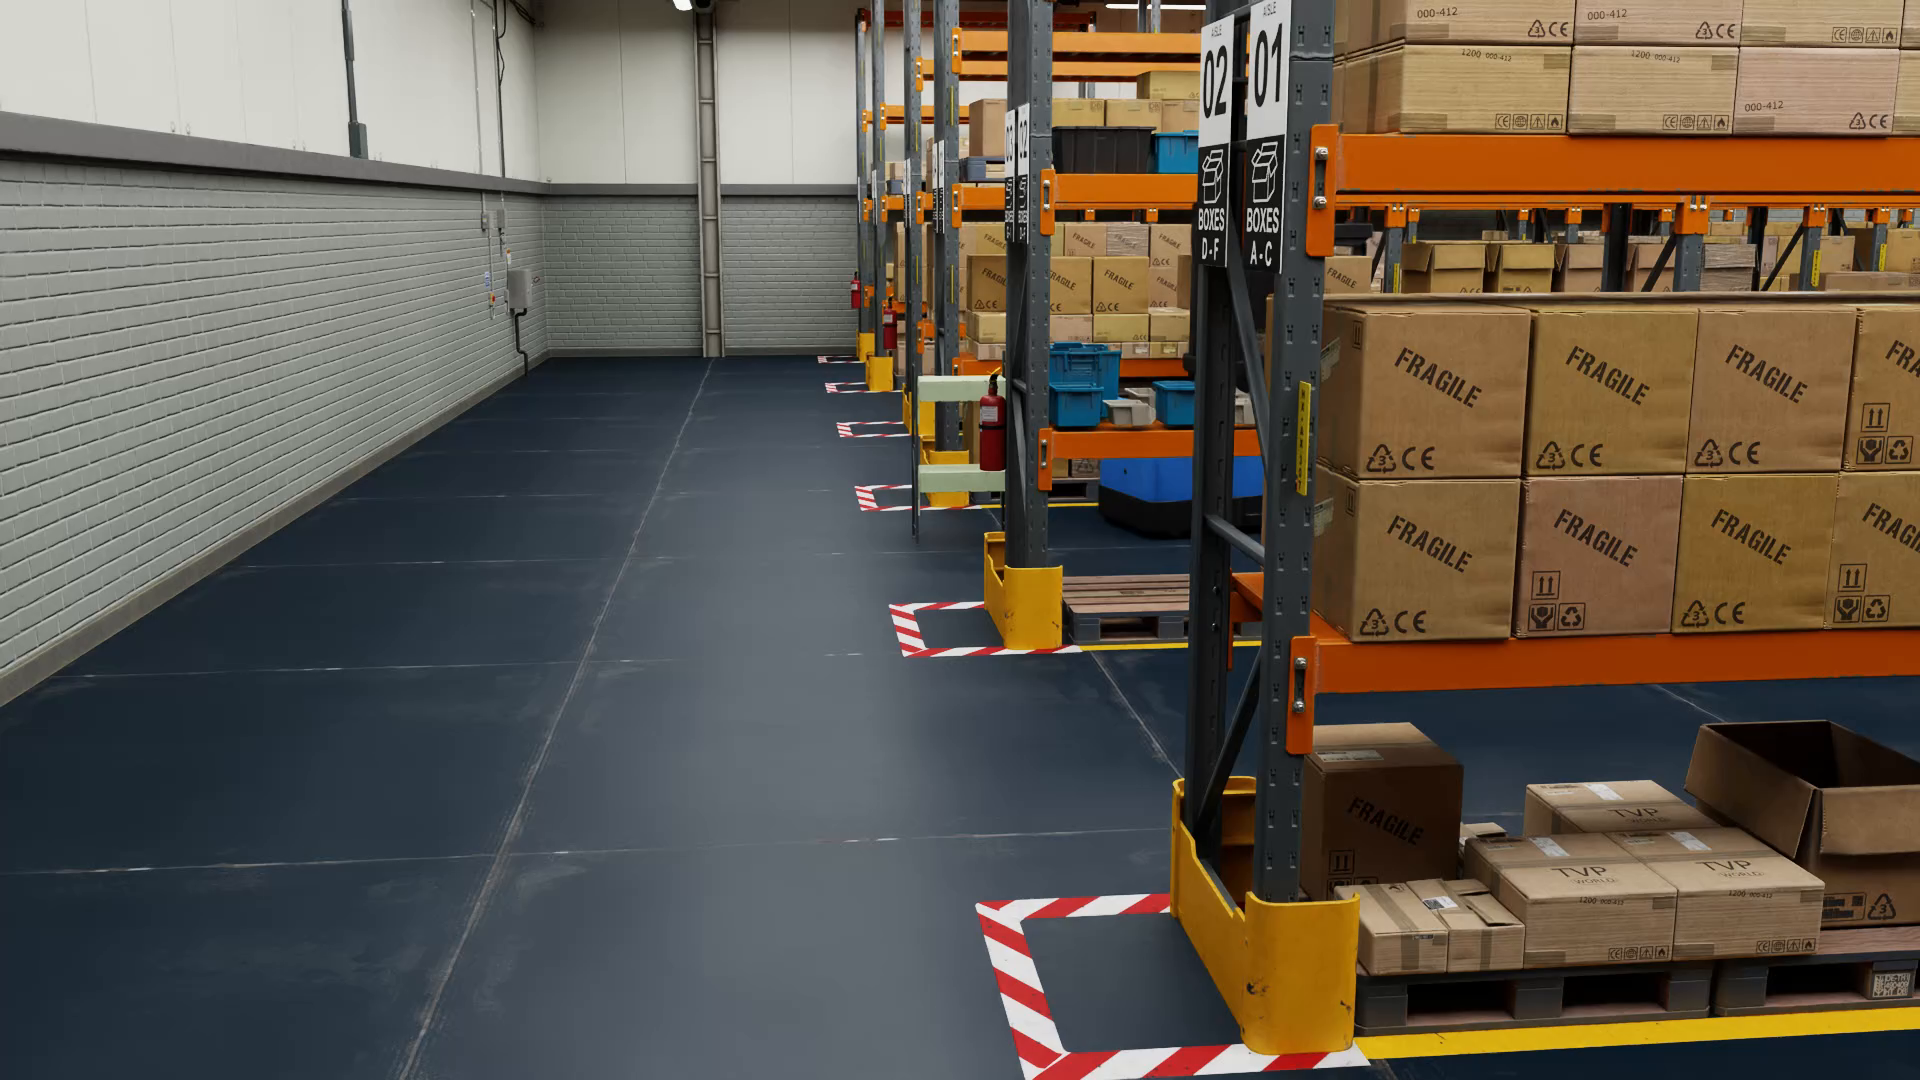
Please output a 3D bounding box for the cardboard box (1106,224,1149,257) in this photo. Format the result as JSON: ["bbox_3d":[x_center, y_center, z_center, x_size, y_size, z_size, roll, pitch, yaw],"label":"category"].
[{"bbox_3d":[1.956,-3.517,19.860,0.500,0.500,0.500,-1,11,-5],"label":"cardboard box"}]

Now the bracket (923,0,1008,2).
[{"bbox_3d":[-1.482,-9.550,29.284,4.783,0.066,0.076,-1,11,-6],"label":"bracket"}]

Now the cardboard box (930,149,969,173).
[{"bbox_3d":[-0.085,-4.433,19.456,0.500,0.250,0.500,-1,11,-5],"label":"cardboard box"}]

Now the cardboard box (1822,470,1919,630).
[{"bbox_3d":[2.921,-0.016,5.414,0.500,0.500,0.500,-1,11,-5],"label":"cardboard box"}]

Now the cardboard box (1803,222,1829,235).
[{"bbox_3d":[13.228,-4.704,25.895,0.500,0.500,0.700,-1,11,-7],"label":"cardboard box"}]

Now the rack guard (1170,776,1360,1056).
[{"bbox_3d":[1.018,1.249,5.721,0.348,0.500,1.175,-1,11,-6],"label":"rack guard"}]

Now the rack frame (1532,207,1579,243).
[{"bbox_3d":[7.394,-2.996,20.832,0.127,3.000,1.000,-1,11,-6],"label":"rack frame"}]

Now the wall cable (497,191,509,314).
[{"bbox_3d":[-6.962,-4.425,25.467,0.122,1.984,0.588,-1,11,-6],"label":"wall cable"}]

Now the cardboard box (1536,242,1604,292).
[{"bbox_3d":[5.787,-2.544,15.671,0.637,0.503,0.797,-1,11,-4],"label":"cardboard box"}]

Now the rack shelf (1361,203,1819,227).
[{"bbox_3d":[5.841,-3.120,15.551,4.000,0.370,1.077,-1,11,-6],"label":"rack shelf"}]

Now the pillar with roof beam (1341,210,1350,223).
[{"bbox_3d":[7.883,-7.213,26.731,0.548,9.000,9.100,-1,11,-6],"label":"pillar with roof beam"}]

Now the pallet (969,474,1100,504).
[{"bbox_3d":[0.663,-0.540,15.566,1.213,0.211,1.003,-1,11,-6],"label":"pallet"}]

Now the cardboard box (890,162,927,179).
[{"bbox_3d":[-0.756,-5.457,24.613,0.500,0.250,0.500,-2,11,-11],"label":"cardboard box"}]

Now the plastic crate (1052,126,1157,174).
[{"bbox_3d":[0.824,-2.289,9.796,0.590,0.269,0.497,-1,11,-6],"label":"plastic crate"}]

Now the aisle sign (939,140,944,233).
[{"bbox_3d":[-0.163,-3.093,14.585,0.004,0.787,0.394,-1,11,-6],"label":"aisle sign"}]

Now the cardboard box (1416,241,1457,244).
[{"bbox_3d":[7.231,-4.309,25.393,0.500,0.500,0.500,-2,11,-8],"label":"cardboard box"}]

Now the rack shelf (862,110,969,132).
[{"bbox_3d":[0.254,-7.359,29.347,4.000,0.370,1.077,-1,11,-6],"label":"rack shelf"}]

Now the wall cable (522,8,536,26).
[{"bbox_3d":[-7.483,-10.529,29.180,0.133,3.039,2.988,-1,11,-6],"label":"wall cable"}]

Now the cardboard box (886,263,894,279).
[{"bbox_3d":[-1.254,-4.759,29.415,0.500,0.250,0.500,-1,11,-6],"label":"cardboard box"}]

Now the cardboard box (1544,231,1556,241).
[{"bbox_3d":[9.161,-4.762,26.012,0.250,0.149,0.380,-1,11,-3],"label":"cardboard box"}]

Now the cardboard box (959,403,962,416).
[{"bbox_3d":[-0.004,-1.586,19.962,0.250,0.149,0.380,-1,11,-5],"label":"cardboard box"}]

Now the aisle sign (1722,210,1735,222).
[{"bbox_3d":[14.270,-6.282,30.809,0.004,0.787,0.394,-1,11,-6],"label":"aisle sign"}]

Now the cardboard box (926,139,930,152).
[{"bbox_3d":[-0.260,-4.732,19.945,0.250,0.149,0.380,-1,11,-7],"label":"cardboard box"}]

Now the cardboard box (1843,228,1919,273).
[{"bbox_3d":[11.741,-3.684,21.143,0.550,0.550,0.875,-1,11,-6],"label":"cardboard box"}]

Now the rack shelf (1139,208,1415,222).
[{"bbox_3d":[4.771,-5.021,25.218,4.000,0.370,1.077,-1,11,-6],"label":"rack shelf"}]

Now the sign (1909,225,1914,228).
[{"bbox_3d":[14.752,-4.726,25.812,0.005,0.325,0.100,-1,11,-6],"label":"sign"}]

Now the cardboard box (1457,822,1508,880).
[{"bbox_3d":[1.868,1.148,5.956,0.250,0.166,0.380,-1,11,-6],"label":"cardboard box"}]

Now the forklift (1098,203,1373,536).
[{"bbox_3d":[2.753,-1.623,14.023,3.031,2.935,1.130,-4,12,-20],"label":"forklift"}]

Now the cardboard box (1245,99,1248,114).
[{"bbox_3d":[2.546,-3.697,15.016,0.500,0.500,0.700,-1,11,-3],"label":"cardboard box"}]

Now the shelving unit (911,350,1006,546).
[{"bbox_3d":[0.007,-0.736,13.224,0.755,1.500,0.431,-1,11,-6],"label":"shelving unit"}]

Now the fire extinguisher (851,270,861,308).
[{"bbox_3d":[-1.830,-4.416,29.221,0.183,0.674,0.296,-1,11,-6],"label":"fire extinguisher"}]

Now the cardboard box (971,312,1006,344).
[{"bbox_3d":[0.382,-1.907,14.909,0.500,0.250,0.500,-2,11,-8],"label":"cardboard box"}]

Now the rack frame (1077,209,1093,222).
[{"bbox_3d":[2.243,-4.812,30.068,0.127,3.000,1.000,-1,11,-6],"label":"rack frame"}]

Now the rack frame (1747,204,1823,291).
[{"bbox_3d":[7.829,-2.043,15.983,0.127,3.000,1.000,-1,11,-6],"label":"rack frame"}]

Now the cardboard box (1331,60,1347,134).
[{"bbox_3d":[1.424,-1.436,5.509,0.500,0.250,0.500,-1,11,-6],"label":"cardboard box"}]

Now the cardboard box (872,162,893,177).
[{"bbox_3d":[-1.266,-6.479,29.094,0.500,0.250,0.500,-1,11,-7],"label":"cardboard box"}]

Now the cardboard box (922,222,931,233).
[{"bbox_3d":[-0.558,-4.608,24.499,0.250,0.149,0.380,-1,11,-5],"label":"cardboard box"}]

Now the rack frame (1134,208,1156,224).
[{"bbox_3d":[2.782,-3.860,25.226,0.127,3.000,1.000,-1,11,-6],"label":"rack frame"}]

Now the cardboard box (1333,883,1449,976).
[{"bbox_3d":[1.396,1.264,5.413,0.250,0.149,0.380,-1,11,-6],"label":"cardboard box"}]

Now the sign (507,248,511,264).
[{"bbox_3d":[-7.079,-4.451,26.091,0.001,0.242,0.339,-1,11,-6],"label":"sign"}]

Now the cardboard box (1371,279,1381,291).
[{"bbox_3d":[4.899,-3.084,20.073,0.250,0.149,0.380,-1,11,-4],"label":"cardboard box"}]

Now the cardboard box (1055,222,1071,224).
[{"bbox_3d":[1.493,-4.642,24.670,0.250,0.149,0.380,-1,11,-7],"label":"cardboard box"}]

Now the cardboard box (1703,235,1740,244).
[{"bbox_3d":[9.362,-3.576,20.930,0.500,0.500,0.700,-1,11,-7],"label":"cardboard box"}]

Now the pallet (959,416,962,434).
[{"bbox_3d":[0.328,-1.473,20.313,1.213,0.211,1.003,-1,11,-6],"label":"pallet"}]

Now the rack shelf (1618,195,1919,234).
[{"bbox_3d":[6.376,-2.170,10.720,4.000,0.370,1.077,-1,11,-6],"label":"rack shelf"}]

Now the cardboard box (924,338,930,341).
[{"bbox_3d":[-0.689,-3.532,29.858,0.250,0.149,0.380,-2,11,-8],"label":"cardboard box"}]

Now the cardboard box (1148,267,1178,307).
[{"bbox_3d":[2.451,-3.033,19.989,0.500,0.500,0.500,-2,11,-8],"label":"cardboard box"}]

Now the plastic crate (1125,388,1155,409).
[{"bbox_3d":[1.202,-0.878,10.587,0.243,0.136,0.396,-1,11,-6],"label":"plastic crate"}]

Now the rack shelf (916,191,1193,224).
[{"bbox_3d":[1.429,-3.990,19.977,4.000,0.370,1.077,-1,11,-6],"label":"rack shelf"}]
